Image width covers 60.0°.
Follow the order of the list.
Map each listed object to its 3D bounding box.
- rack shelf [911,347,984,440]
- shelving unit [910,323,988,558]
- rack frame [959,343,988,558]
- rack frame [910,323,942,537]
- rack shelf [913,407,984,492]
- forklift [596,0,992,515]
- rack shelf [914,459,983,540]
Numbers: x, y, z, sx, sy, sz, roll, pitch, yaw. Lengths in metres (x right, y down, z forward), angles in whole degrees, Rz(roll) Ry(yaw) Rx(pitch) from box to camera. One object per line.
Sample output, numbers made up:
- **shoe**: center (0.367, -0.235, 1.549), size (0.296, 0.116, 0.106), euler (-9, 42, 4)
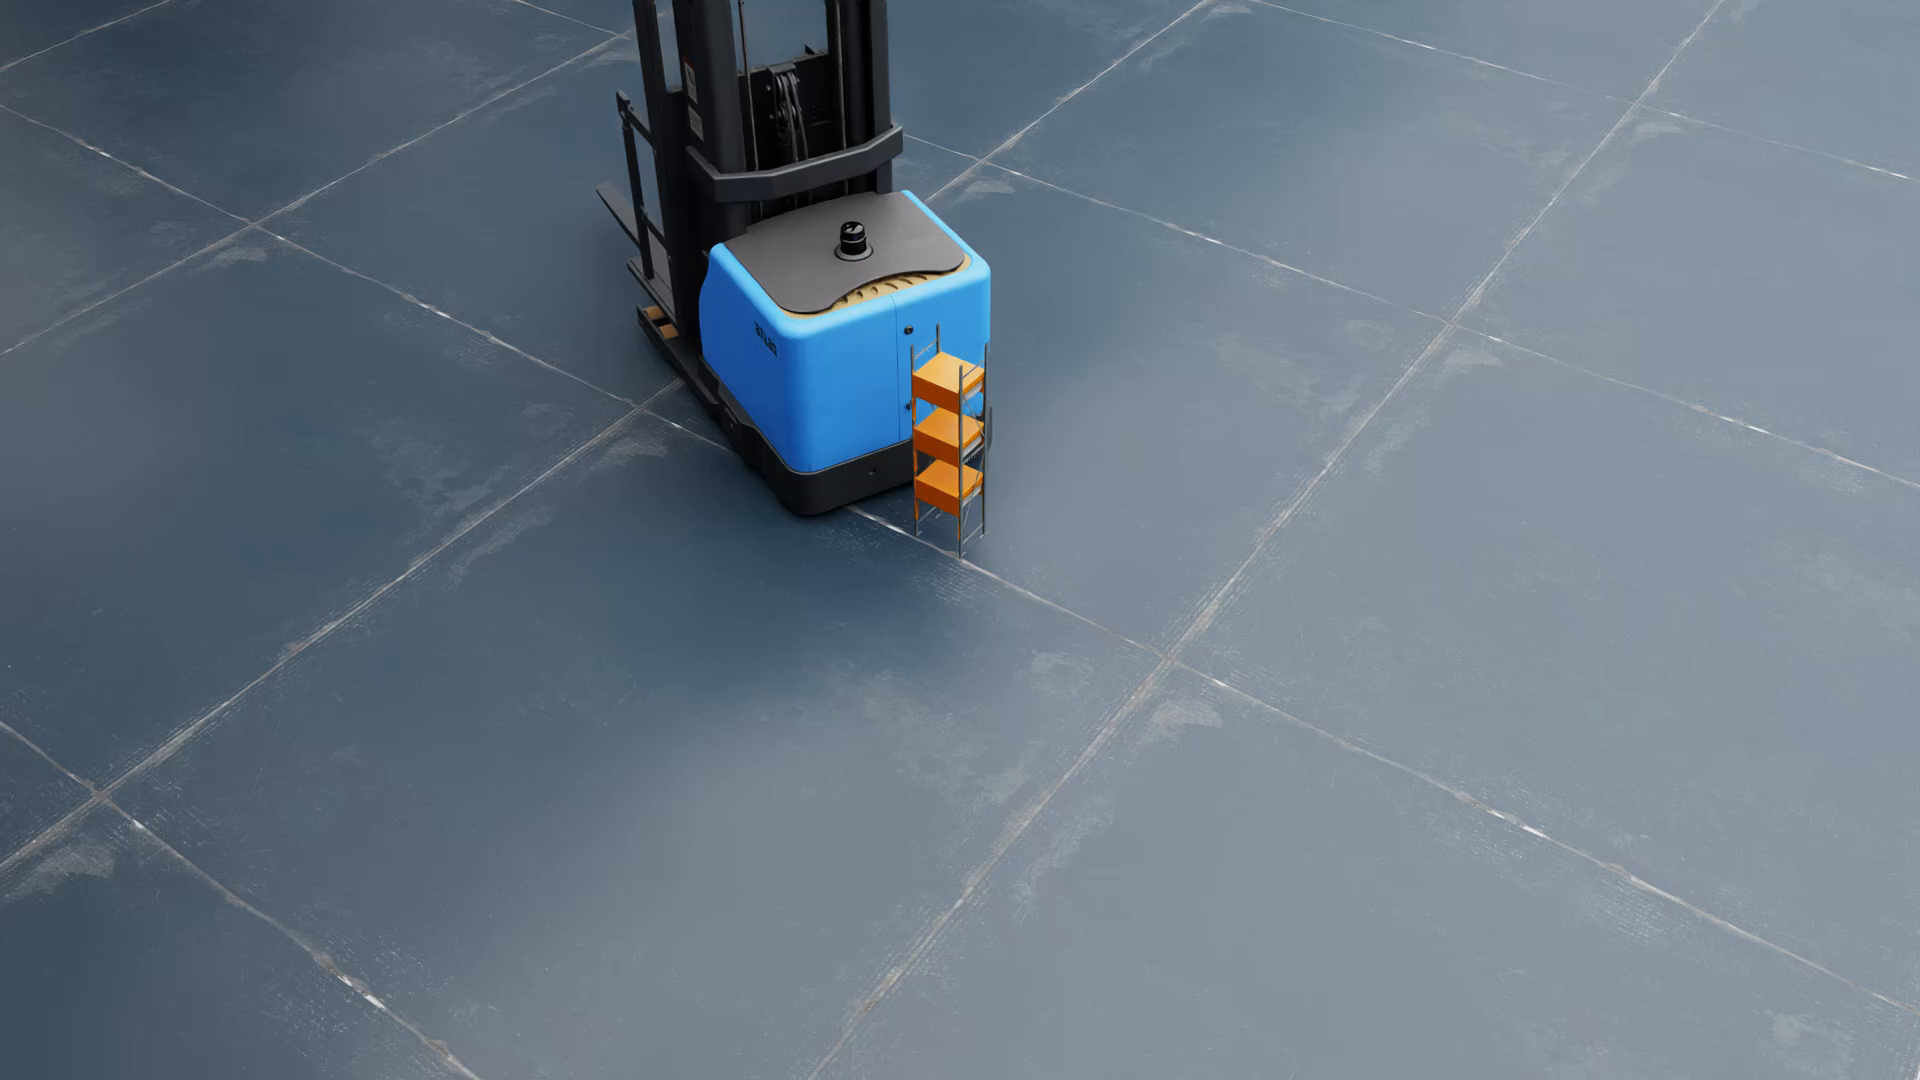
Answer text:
- **rack shelf**: center (-0.044, -0.615, 6.989), size (0.240, 0.259, 0.215), euler (25, 48, 25)
- **shelving unit**: center (-0.044, -0.412, 7.171), size (0.252, 1.050, 0.215), euler (25, 48, 25)
- **rack frame**: center (0.056, -0.365, 7.119), size (0.008, 1.050, 0.200), euler (25, 48, 25)
- **rack frame**: center (-0.144, -0.458, 7.223), size (0.008, 1.050, 0.200), euler (25, 48, 25)
- **rack shelf**: center (-0.044, -0.404, 7.178), size (0.240, 0.259, 0.215), euler (25, 48, 25)
- **forklift**: center (-1.019, -2.173, 7.729), size (1.130, 2.935, 3.031), euler (-21, 46, -22)
- **rack shelf**: center (-0.044, -0.197, 7.364), size (0.240, 0.259, 0.215), euler (25, 48, 25)
